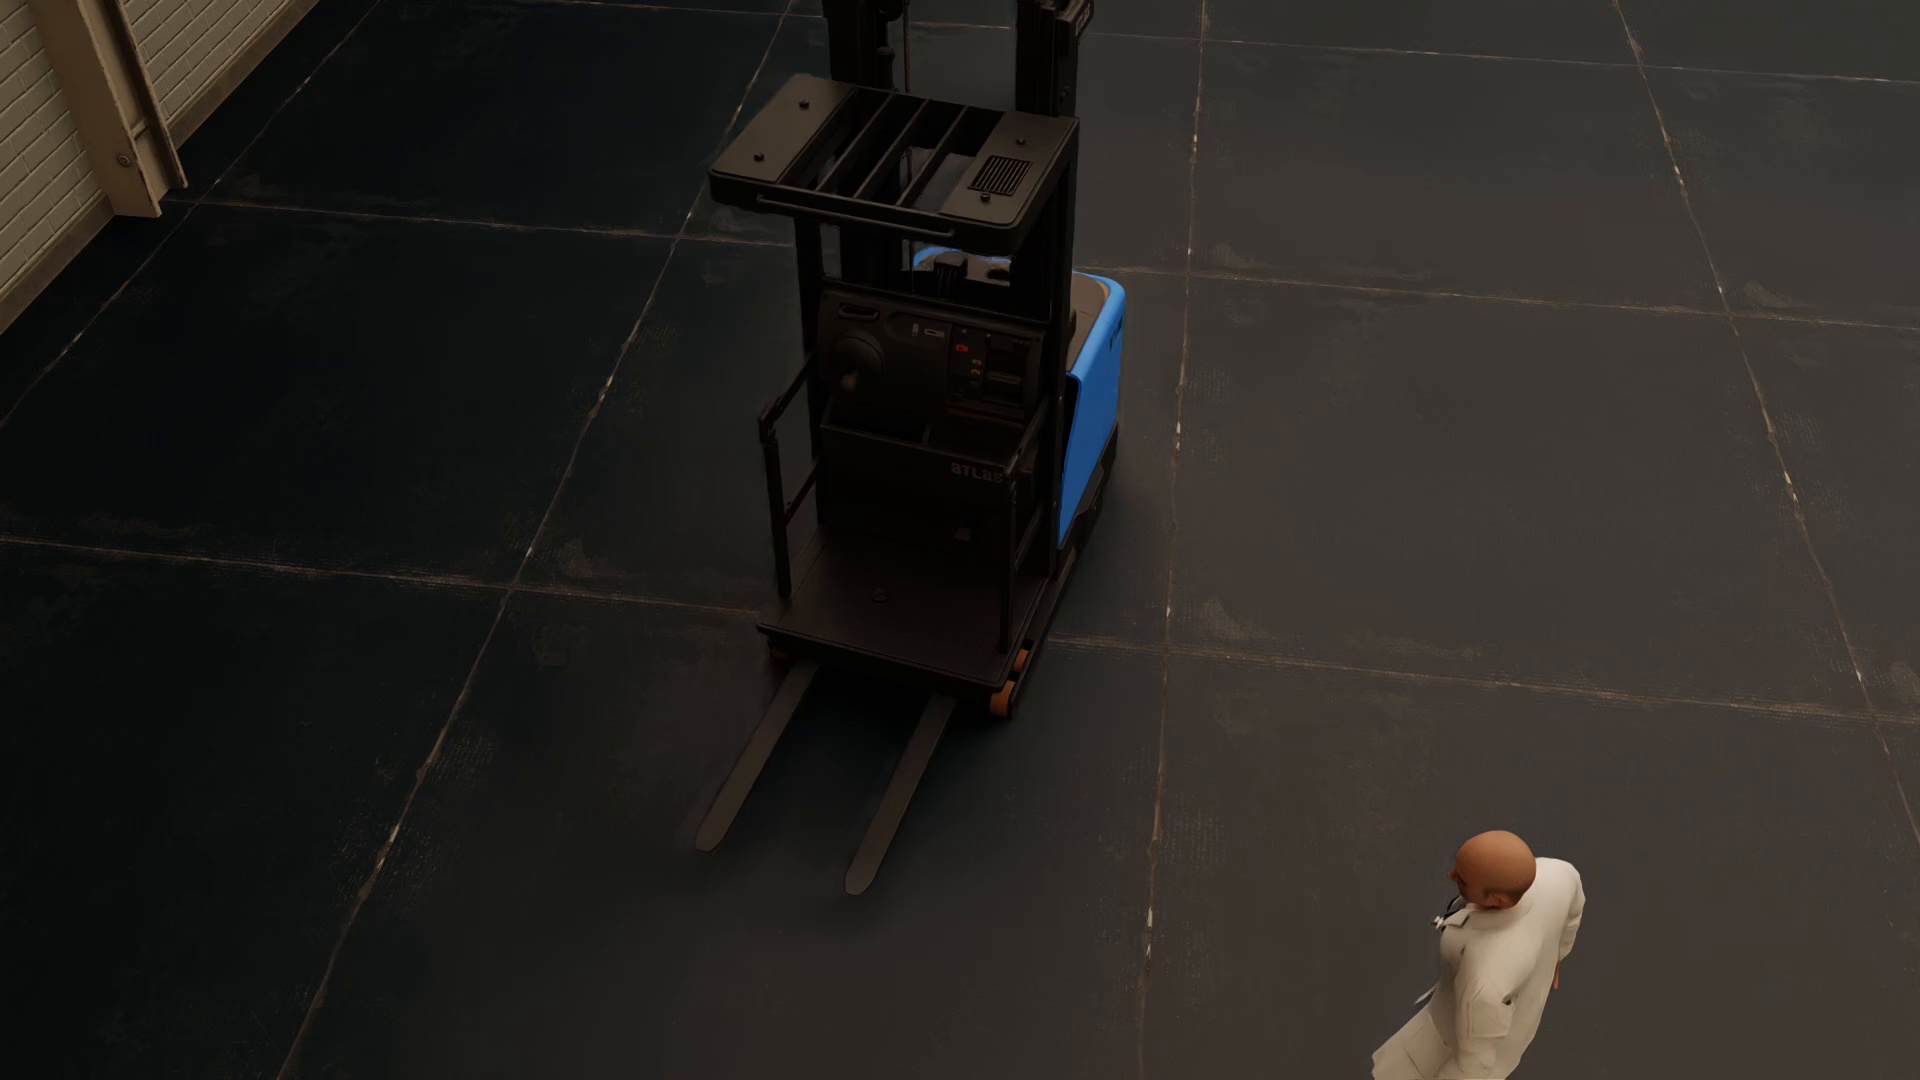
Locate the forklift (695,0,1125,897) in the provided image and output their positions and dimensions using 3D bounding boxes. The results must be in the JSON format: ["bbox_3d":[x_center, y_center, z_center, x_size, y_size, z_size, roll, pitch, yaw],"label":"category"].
[{"bbox_3d":[-0.193,-0.642,6.423,1.130,2.935,3.031,13,44,14],"label":"forklift"}]

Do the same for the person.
[{"bbox_3d":[1.541,1.483,4.997,0.430,1.748,0.914,27,49,26],"label":"person"}]
